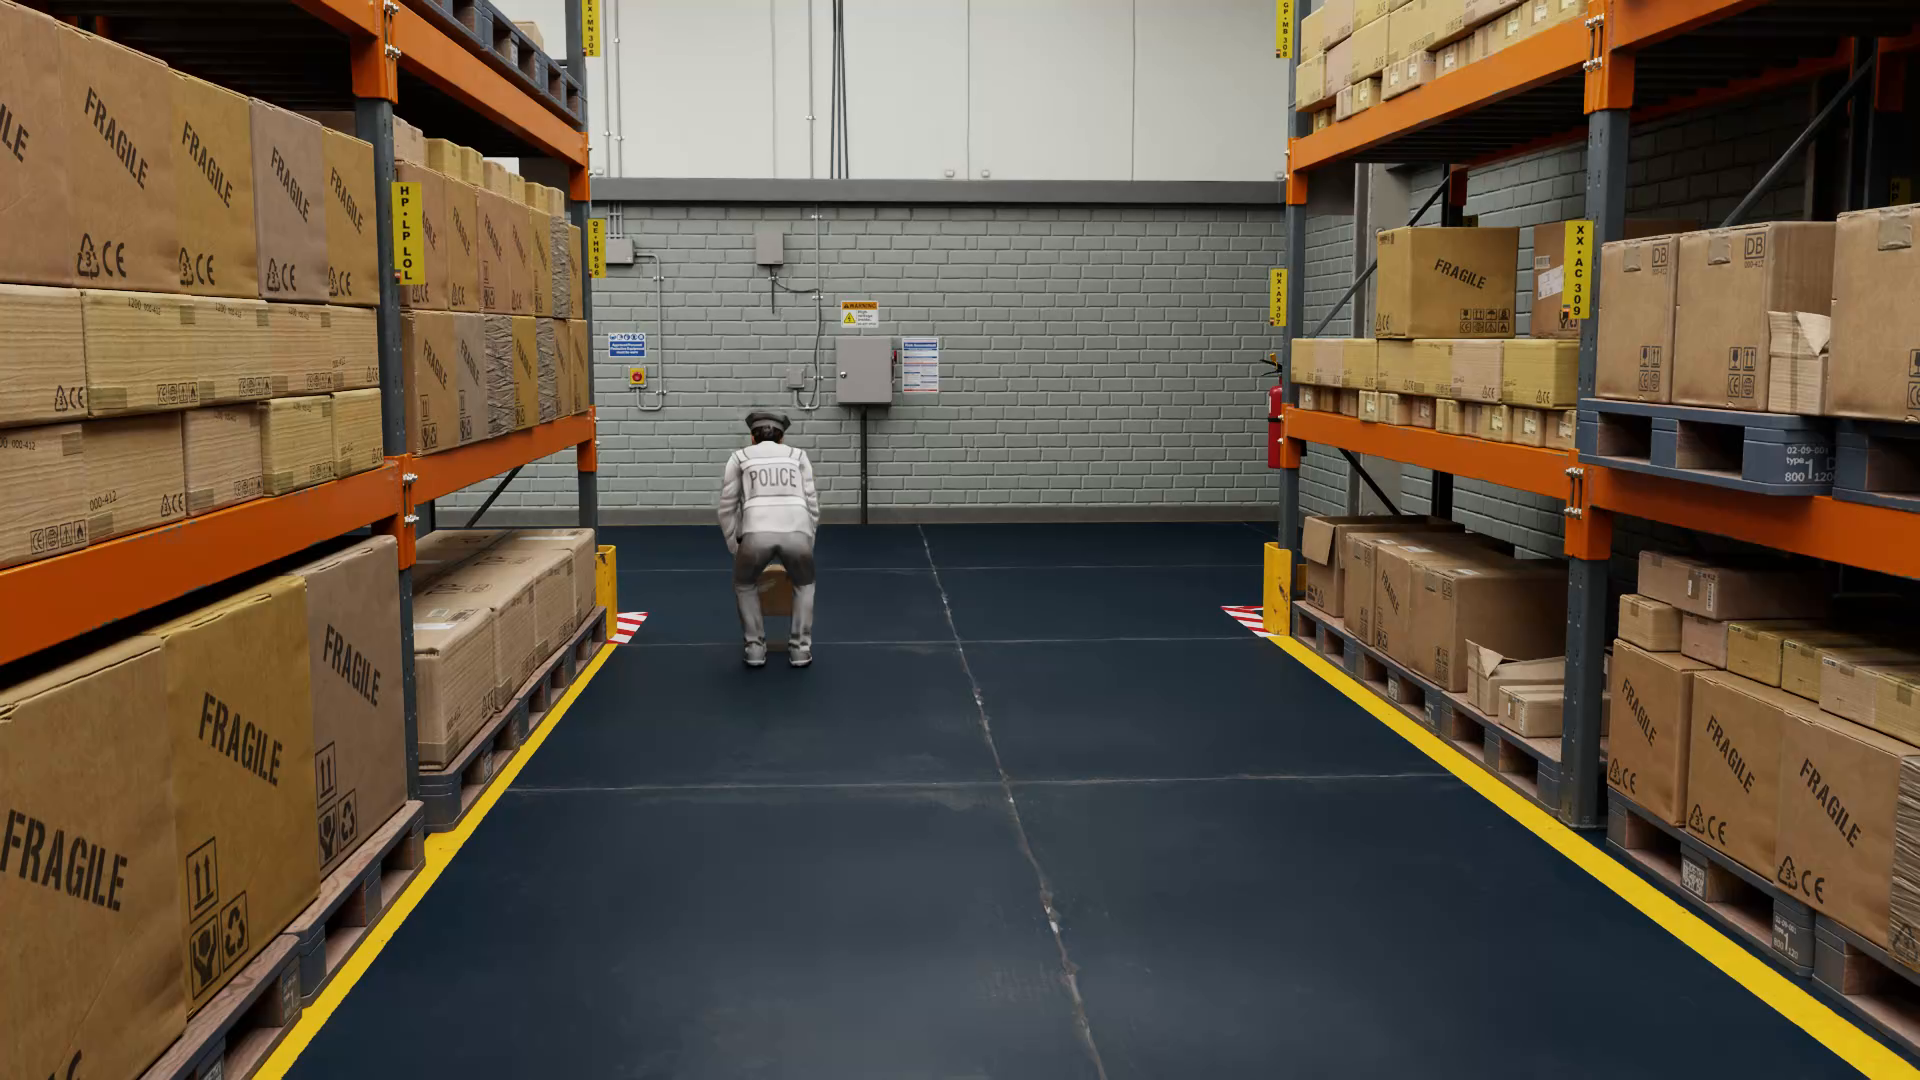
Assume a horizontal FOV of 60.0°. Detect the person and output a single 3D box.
[{"bbox_3d":[-1.009,0.081,8.779,0.516,1.139,0.802,-1,7,-6],"label":"person"}]
